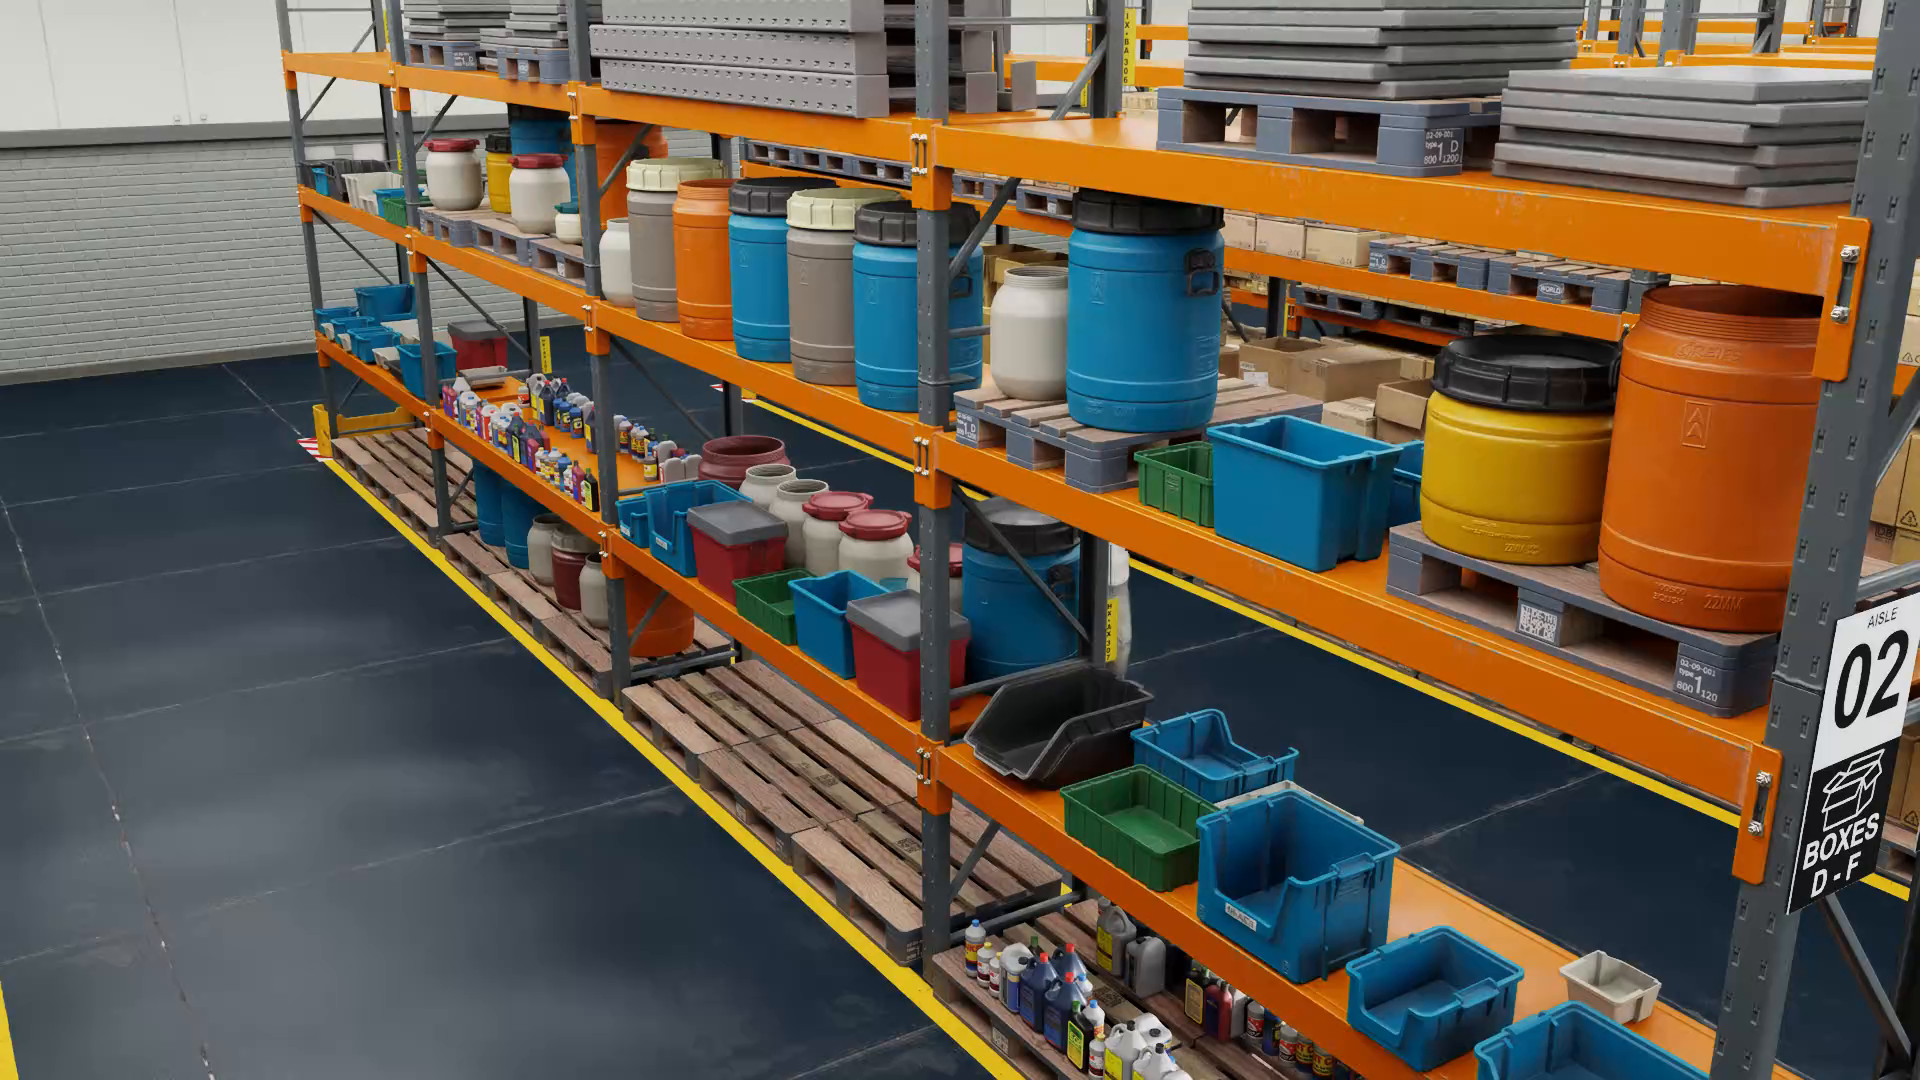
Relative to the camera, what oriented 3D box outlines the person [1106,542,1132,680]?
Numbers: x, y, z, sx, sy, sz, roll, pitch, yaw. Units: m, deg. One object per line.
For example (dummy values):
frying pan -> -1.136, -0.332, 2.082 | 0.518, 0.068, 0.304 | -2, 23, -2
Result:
person -> 0.890, 0.260, 11.204 | 0.549, 1.736, 0.865 | -9, 20, -25
